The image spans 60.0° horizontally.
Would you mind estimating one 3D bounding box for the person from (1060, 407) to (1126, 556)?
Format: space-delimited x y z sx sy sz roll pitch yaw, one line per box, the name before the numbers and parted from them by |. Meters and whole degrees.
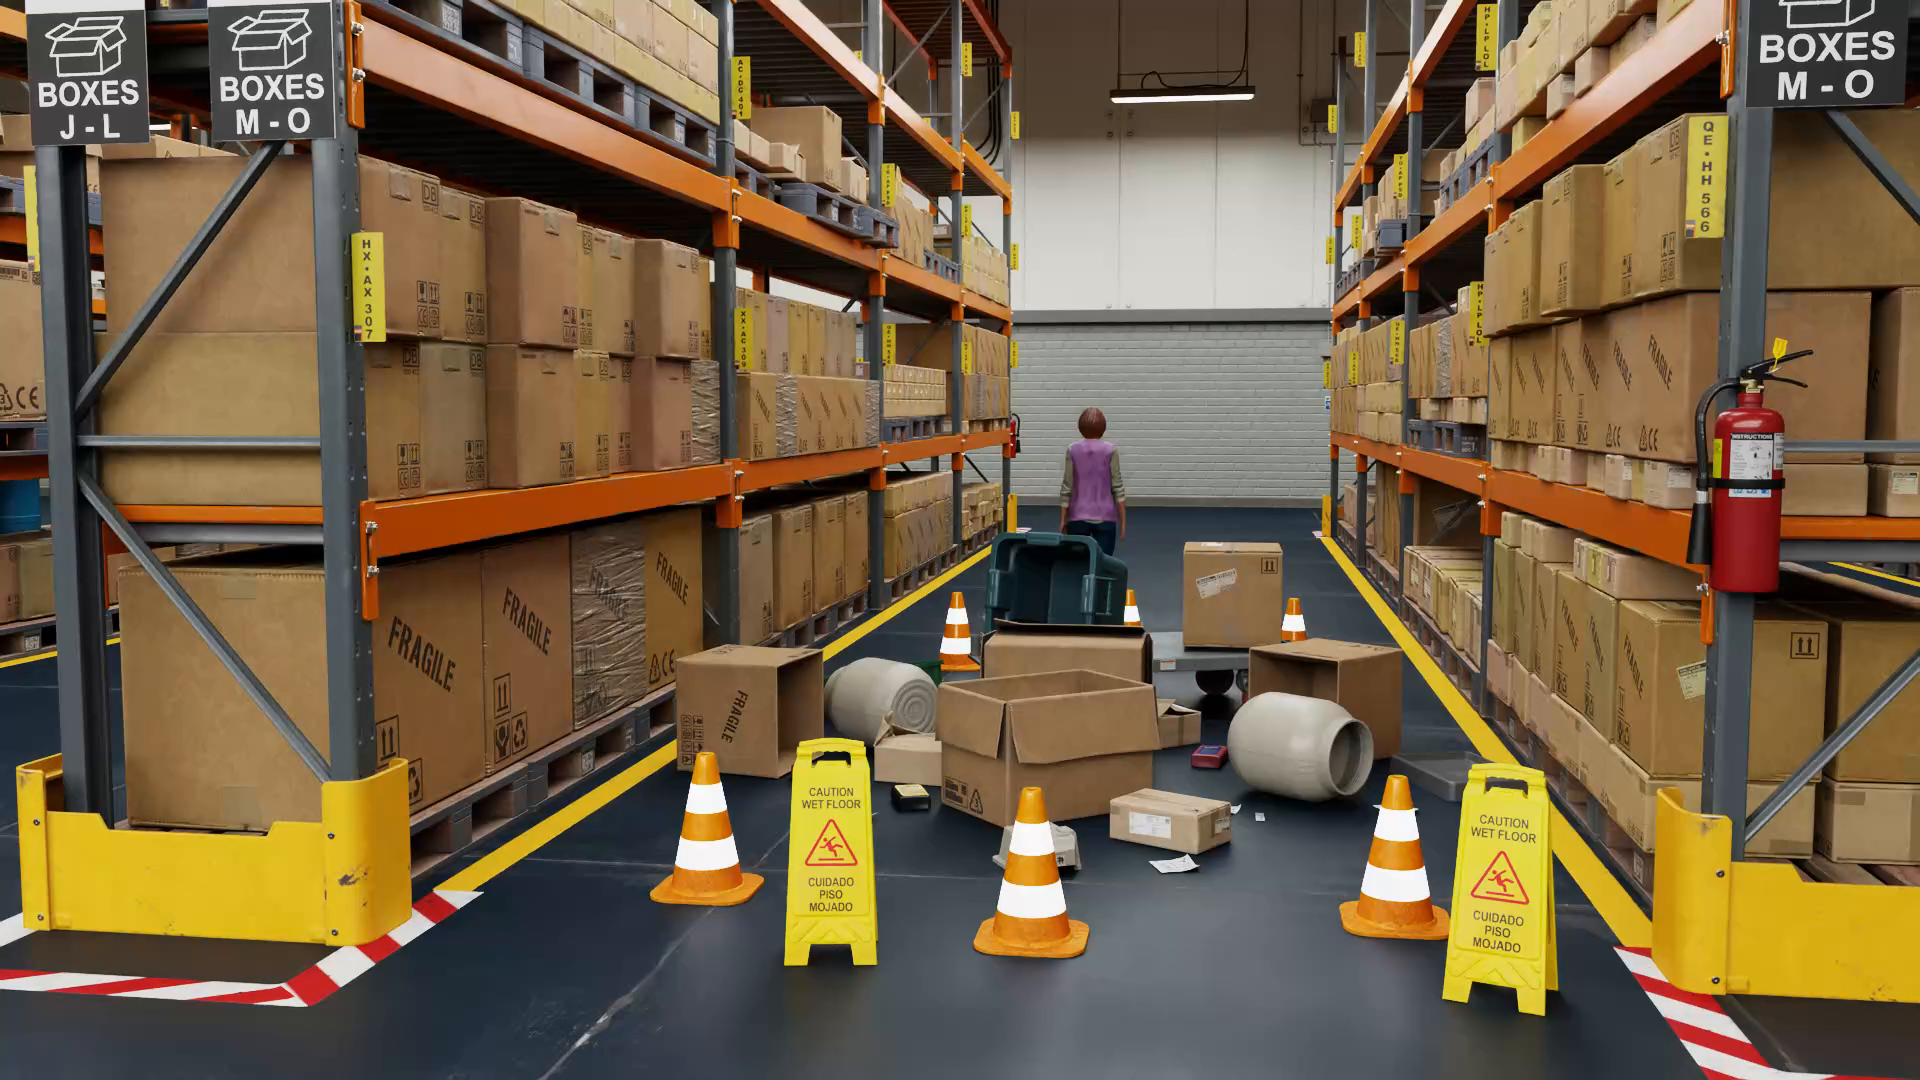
person | 0.929 -0.113 11.484 0.449 1.610 0.476 1 5 14
